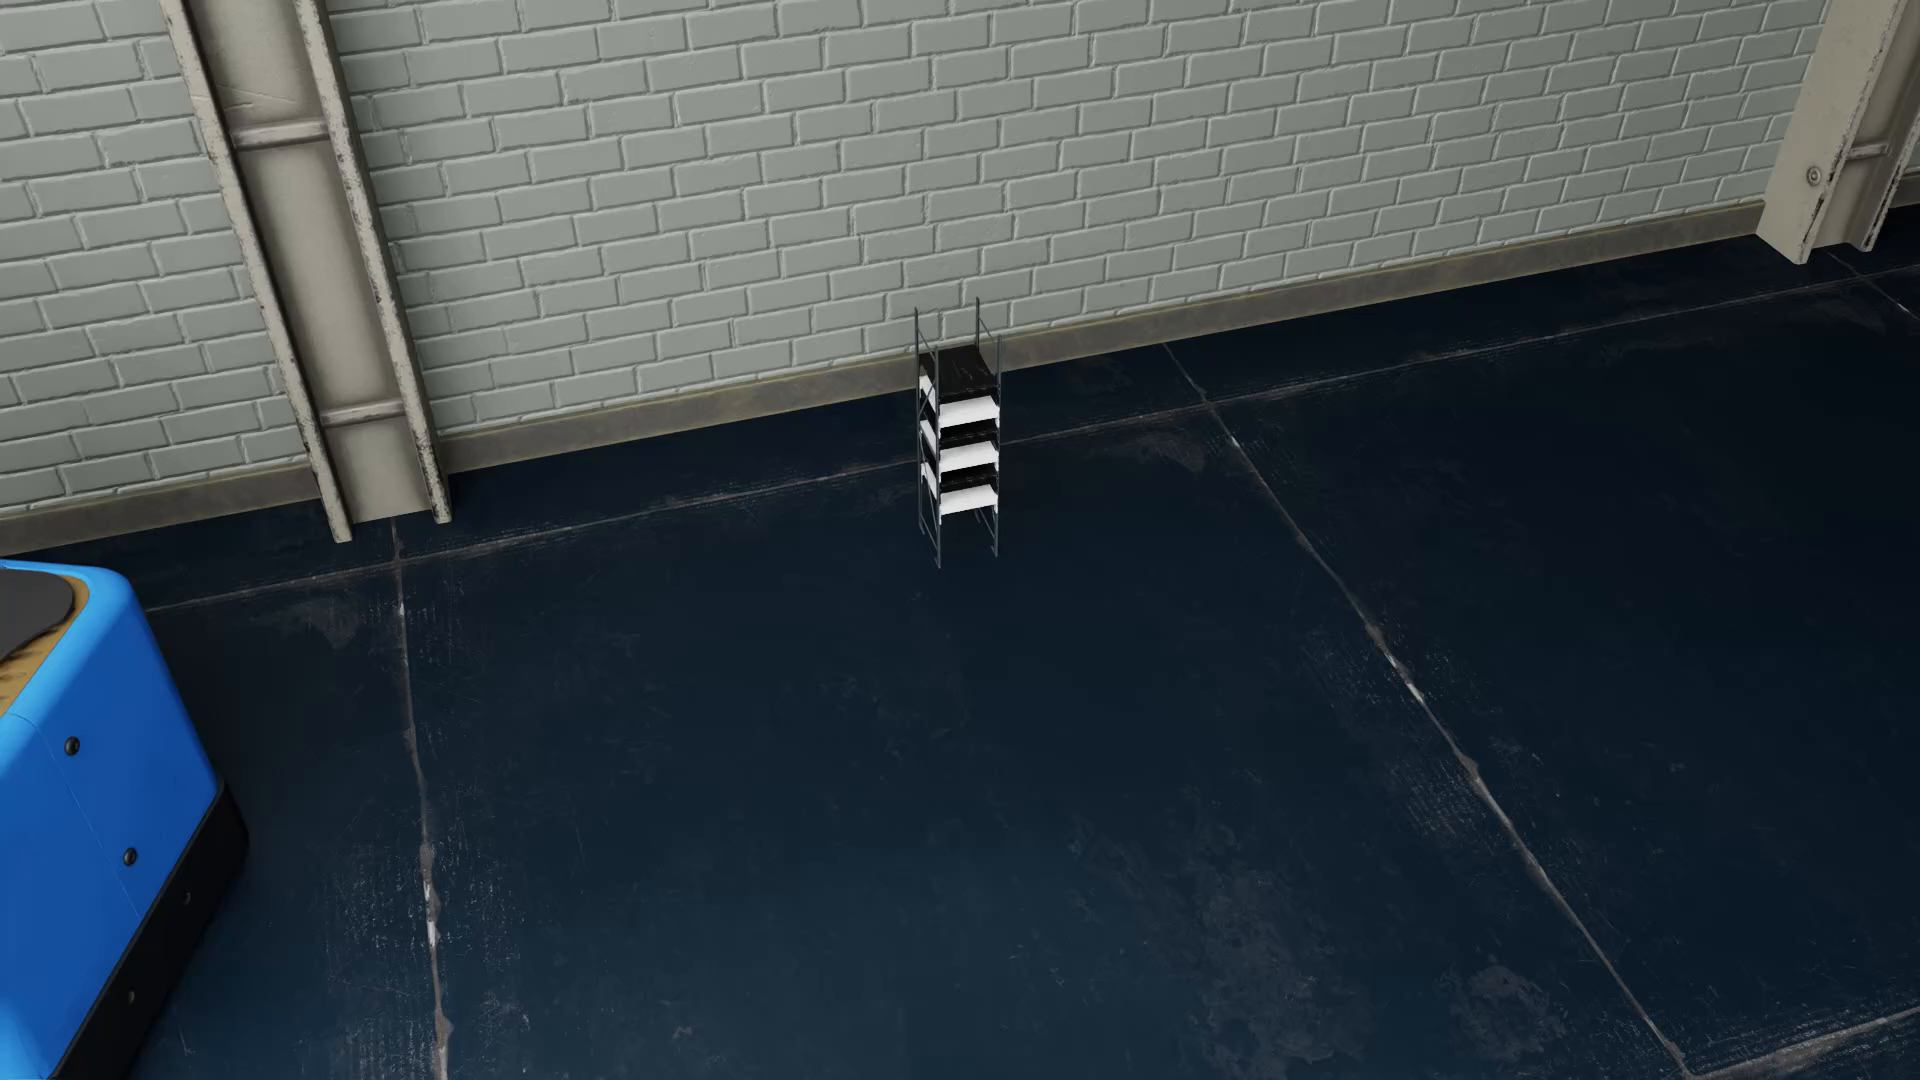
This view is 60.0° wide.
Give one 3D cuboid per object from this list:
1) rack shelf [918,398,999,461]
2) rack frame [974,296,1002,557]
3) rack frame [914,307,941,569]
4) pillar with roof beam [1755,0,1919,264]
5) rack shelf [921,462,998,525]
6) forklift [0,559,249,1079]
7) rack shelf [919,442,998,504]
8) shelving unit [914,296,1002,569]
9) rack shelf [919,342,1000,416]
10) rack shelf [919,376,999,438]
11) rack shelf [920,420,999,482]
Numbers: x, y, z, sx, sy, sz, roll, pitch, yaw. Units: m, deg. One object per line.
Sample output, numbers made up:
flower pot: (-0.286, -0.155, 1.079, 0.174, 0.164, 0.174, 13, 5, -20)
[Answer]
rack shelf: (-0.008, -0.380, 5.415, 0.200, 0.077, 0.258, -12, 42, -13)
rack frame: (0.089, -0.357, 5.475, 0.006, 0.900, 0.240, -12, 42, -13)
rack frame: (-0.105, -0.317, 5.429, 0.006, 0.900, 0.240, -12, 42, -13)
pillar with roof beam: (5.004, -1.997, 1.197, 0.400, 9.000, 9.100, -12, 42, -13)
rack shelf: (-0.008, -0.177, 5.592, 0.200, 0.077, 0.258, -12, 42, -13)
forklift: (-3.548, -0.024, 3.550, 3.031, 2.935, 1.130, 4, 41, 5)
rack shelf: (-0.008, -0.244, 5.533, 0.200, 0.077, 0.258, -12, 42, -13)
shelving unit: (-0.008, -0.337, 5.452, 0.210, 0.900, 0.258, -12, 42, -13)
rack shelf: (-0.008, -0.516, 5.296, 0.200, 0.077, 0.258, -12, 42, -13)
rack shelf: (-0.008, -0.448, 5.356, 0.200, 0.077, 0.258, -12, 42, -13)
rack shelf: (-0.008, -0.312, 5.474, 0.200, 0.077, 0.258, -12, 42, -13)
